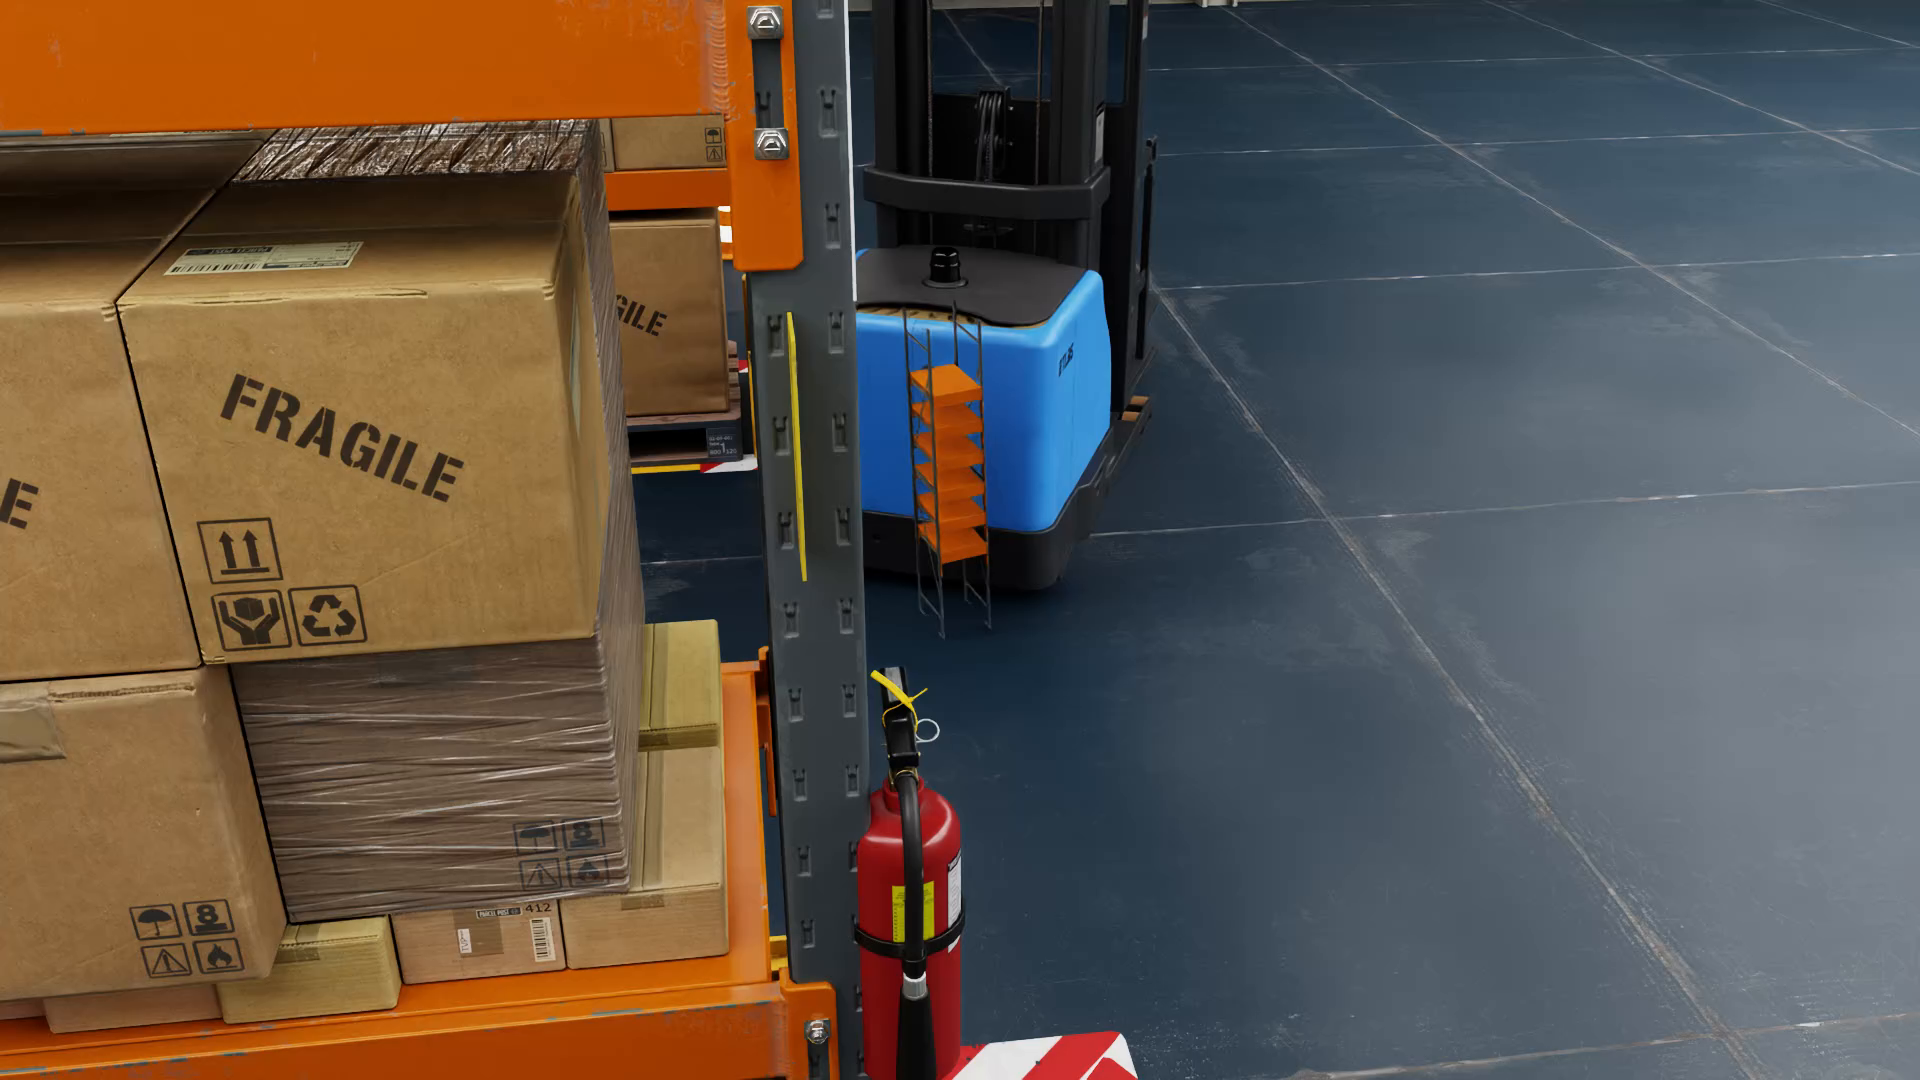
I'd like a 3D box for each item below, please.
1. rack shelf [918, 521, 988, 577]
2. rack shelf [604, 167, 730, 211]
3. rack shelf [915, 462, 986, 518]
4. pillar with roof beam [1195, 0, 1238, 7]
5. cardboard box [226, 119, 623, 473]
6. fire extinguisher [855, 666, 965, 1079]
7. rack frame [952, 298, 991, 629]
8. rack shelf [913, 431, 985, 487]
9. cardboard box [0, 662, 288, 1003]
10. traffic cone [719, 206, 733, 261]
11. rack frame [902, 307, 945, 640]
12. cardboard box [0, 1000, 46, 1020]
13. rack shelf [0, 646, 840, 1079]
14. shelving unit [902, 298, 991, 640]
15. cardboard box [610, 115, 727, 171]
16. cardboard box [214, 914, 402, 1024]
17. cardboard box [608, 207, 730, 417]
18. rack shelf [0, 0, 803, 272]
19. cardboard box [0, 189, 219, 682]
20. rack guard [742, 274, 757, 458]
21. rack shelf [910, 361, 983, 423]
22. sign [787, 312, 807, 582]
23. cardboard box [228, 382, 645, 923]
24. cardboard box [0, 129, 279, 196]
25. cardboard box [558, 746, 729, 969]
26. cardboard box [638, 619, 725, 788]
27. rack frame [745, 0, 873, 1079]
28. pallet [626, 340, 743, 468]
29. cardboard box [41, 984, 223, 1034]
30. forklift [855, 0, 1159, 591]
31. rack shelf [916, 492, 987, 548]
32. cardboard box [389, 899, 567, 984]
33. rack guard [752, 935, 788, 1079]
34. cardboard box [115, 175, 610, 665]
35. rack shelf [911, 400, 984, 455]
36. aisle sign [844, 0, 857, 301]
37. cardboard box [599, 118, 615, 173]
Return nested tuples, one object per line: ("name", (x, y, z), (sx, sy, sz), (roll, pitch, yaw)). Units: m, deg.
("rack shelf", (-0.031, 0.016, 6.017), (0.180, 0.103, 0.258), (-13, 30, -19))
("rack shelf", (-2.832, -1.511, 7.197), (4.000, 0.370, 1.077), (-4, 27, -7))
("rack shelf", (-0.040, -0.195, 5.903), (0.180, 0.103, 0.258), (-13, 30, -19))
("pillar with roof beam", (3.390, -7.901, 12.291), (0.400, 9.000, 9.100), (-4, 27, -7))
("cardboard box", (-0.843, -0.419, 2.751), (0.500, 0.500, 0.500), (-4, 27, -7))
("fire extinguisher", (-0.083, 0.526, 2.524), (0.183, 0.674, 0.296), (-4, 27, -7))
("rack frame", (0.043, -0.253, 5.911), (0.006, 1.200, 0.240), (-13, 30, -19))
("rack shelf", (-0.044, -0.300, 5.846), (0.180, 0.103, 0.258), (-13, 30, -19))
("cardboard box", (-1.287, 0.222, 2.596), (0.500, 0.500, 0.875), (-4, 27, -7))
("traffic cone", (-1.396, -1.970, 10.083), (0.334, 0.463, 0.336), (-4, 27, -7))
("rack frame", (-0.126, -0.214, 5.852), (0.006, 1.200, 0.240), (-13, 30, -19))
("cardboard box", (-1.505, 0.575, 2.620), (0.250, 0.149, 0.380), (-4, 27, -7))
("rack shelf", (-2.241, 0.738, 2.814), (4.000, 0.370, 1.077), (-4, 27, -7))
("shelving unit", (-0.042, -0.234, 5.882), (0.189, 1.200, 0.258), (-13, 30, -19))
("cardboard box", (-1.212, -1.981, 7.160), (0.550, 0.550, 0.875), (-4, 27, -7))
("cardboard box", (-1.002, 0.569, 2.631), (0.250, 0.149, 0.380), (-4, 27, -7))
("cardboard box", (-1.514, -1.127, 7.527), (0.875, 0.875, 0.875), (-4, 27, -7))
("rack shelf", (-2.241, -0.597, 2.130), (4.000, 0.370, 1.077), (-4, 27, -7))
("cardboard box", (-1.265, -0.150, 2.226), (0.500, 0.500, 0.500), (-4, 27, -7))
("rack guard", (-0.828, -0.848, 7.854), (0.348, 0.500, 1.175), (-4, 27, -7))
("rack shelf", (-0.053, -0.511, 5.731), (0.180, 0.103, 0.258), (-13, 30, -19))
("sign", (-0.203, -0.113, 2.070), (0.005, 0.325, 0.100), (-4, 27, -7))
("cardboard box", (-0.809, 0.136, 2.763), (0.500, 0.500, 0.875), (-4, 27, -7))
("cardboard box", (-1.339, -0.391, 2.695), (0.500, 0.500, 0.500), (-4, 27, -7))
("cardboard box", (-0.514, 0.514, 2.738), (0.250, 0.149, 0.380), (-4, 27, -7))
("cardboard box", (-0.576, 0.313, 3.130), (0.250, 0.149, 0.380), (-4, 27, -7))
("rack frame", (-0.261, 0.289, 2.901), (0.053, 2.616, 0.949), (-4, 27, -7))
("pallet", (-1.632, -0.631, 7.749), (1.213, 0.211, 1.003), (-4, 27, -7))
("cardboard box", (-1.252, 0.577, 2.614), (0.250, 0.149, 0.380), (-4, 27, -7))
("forklift", (0.274, -1.769, 6.987), (1.130, 2.935, 3.031), (8, 28, 15))
("rack shelf", (-0.036, -0.089, 5.960), (0.180, 0.103, 0.258), (-13, 30, -19))
("cardboard box", (-0.761, 0.529, 2.708), (0.250, 0.149, 0.380), (-4, 27, -7))
("rack guard", (-0.336, 1.408, 3.459), (0.348, 0.500, 1.175), (-4, 27, -7))
("cardboard box", (-0.771, -0.184, 2.293), (0.500, 0.500, 0.500), (-4, 27, -7))
("rack shelf", (-0.049, -0.406, 5.788), (0.180, 0.103, 0.258), (-13, 30, -19))
("aisle sign", (-0.157, -0.734, 2.048), (0.004, 0.787, 0.394), (-4, 27, -7))
("cardboard box", (-1.754, -1.936, 7.073), (0.550, 0.550, 0.875), (-4, 27, -7))
